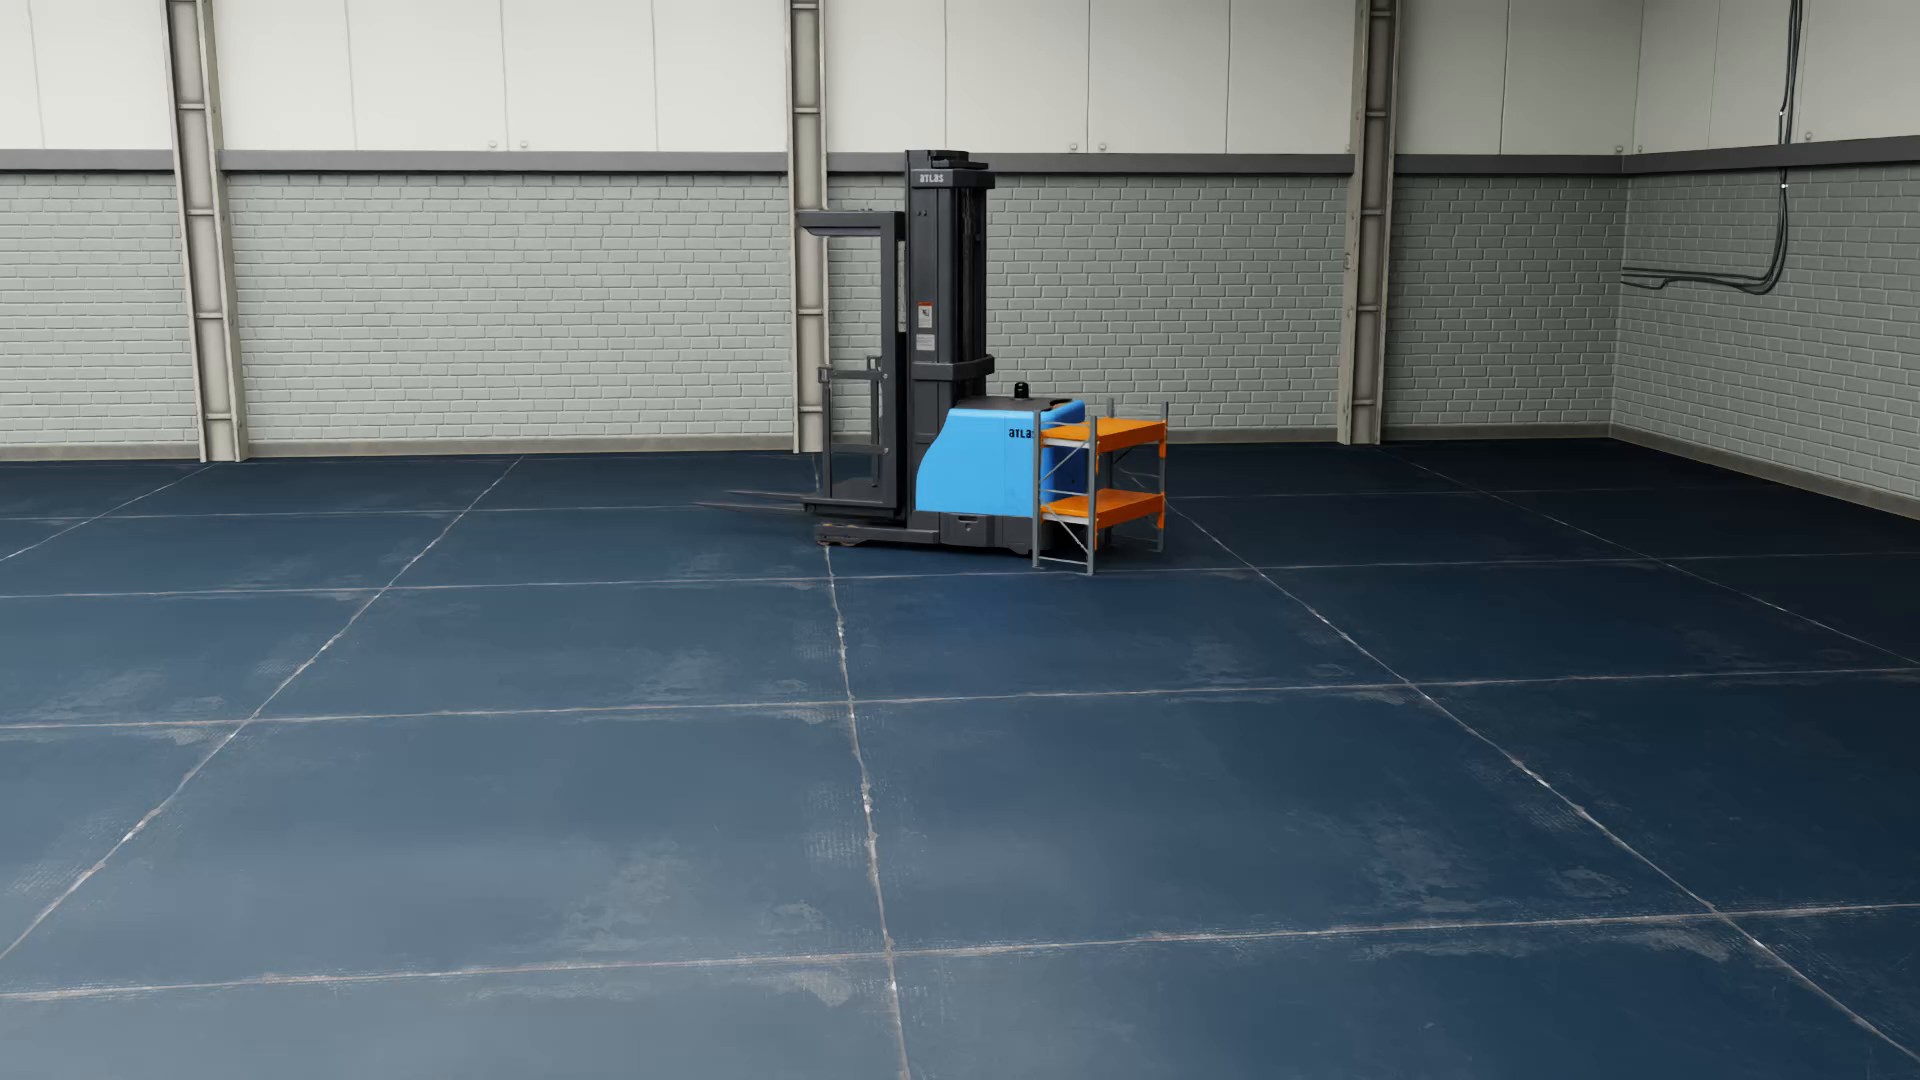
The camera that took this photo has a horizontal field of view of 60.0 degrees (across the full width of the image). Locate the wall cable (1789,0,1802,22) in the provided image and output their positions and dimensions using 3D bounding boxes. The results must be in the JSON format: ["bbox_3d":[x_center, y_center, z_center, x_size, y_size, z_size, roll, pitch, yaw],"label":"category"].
[{"bbox_3d":[7.755,-5.734,13.663,0.112,2.526,3.097,-1,11,-6],"label":"wall cable"}]

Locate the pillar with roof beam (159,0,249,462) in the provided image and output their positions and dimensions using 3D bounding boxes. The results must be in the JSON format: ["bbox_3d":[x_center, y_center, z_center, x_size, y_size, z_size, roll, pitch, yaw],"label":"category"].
[{"bbox_3d":[-7.074,-4.415,11.996,0.400,9.000,9.100,-1,11,-6],"label":"pillar with roof beam"}]

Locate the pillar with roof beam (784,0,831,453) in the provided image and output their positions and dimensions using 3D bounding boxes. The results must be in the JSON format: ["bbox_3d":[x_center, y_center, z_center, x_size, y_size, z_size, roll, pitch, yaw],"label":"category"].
[{"bbox_3d":[-1.109,-4.540,12.632,0.400,9.000,9.100,-1,11,-6],"label":"pillar with roof beam"}]

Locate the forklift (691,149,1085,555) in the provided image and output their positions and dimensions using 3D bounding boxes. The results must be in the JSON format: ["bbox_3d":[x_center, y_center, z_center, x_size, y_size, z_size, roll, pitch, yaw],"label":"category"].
[{"bbox_3d":[-0.594,-1.477,12.783,3.031,2.935,1.130,4,12,18],"label":"forklift"}]

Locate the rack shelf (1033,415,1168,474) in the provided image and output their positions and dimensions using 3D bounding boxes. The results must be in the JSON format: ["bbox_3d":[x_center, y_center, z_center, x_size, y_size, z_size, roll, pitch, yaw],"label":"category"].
[{"bbox_3d":[1.022,-0.697,11.979,0.538,0.278,1.000,8,14,34],"label":"rack shelf"}]

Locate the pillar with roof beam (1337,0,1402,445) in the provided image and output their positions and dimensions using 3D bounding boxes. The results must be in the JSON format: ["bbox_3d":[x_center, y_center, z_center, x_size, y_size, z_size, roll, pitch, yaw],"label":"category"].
[{"bbox_3d":[4.856,-4.665,13.268,0.400,9.000,9.100,-1,11,-6],"label":"pillar with roof beam"}]

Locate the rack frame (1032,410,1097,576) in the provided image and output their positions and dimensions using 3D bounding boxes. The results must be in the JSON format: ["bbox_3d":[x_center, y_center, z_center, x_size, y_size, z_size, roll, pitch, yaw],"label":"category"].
[{"bbox_3d":[0.729,-0.329,11.628,0.500,1.125,0.032,8,14,34],"label":"rack frame"}]

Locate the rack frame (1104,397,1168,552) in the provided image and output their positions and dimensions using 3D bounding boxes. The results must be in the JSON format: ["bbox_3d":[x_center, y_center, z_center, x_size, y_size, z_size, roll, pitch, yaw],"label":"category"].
[{"bbox_3d":[1.314,-0.490,12.443,0.500,1.125,0.032,8,14,34],"label":"rack frame"}]

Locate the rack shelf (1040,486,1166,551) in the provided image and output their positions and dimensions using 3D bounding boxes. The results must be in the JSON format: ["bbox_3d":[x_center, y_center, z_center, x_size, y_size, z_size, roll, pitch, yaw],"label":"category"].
[{"bbox_3d":[1.022,-0.170,12.083,0.538,0.278,1.000,8,14,34],"label":"rack shelf"}]

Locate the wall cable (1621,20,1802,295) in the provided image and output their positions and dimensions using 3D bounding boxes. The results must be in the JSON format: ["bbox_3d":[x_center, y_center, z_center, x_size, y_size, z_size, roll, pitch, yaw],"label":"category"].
[{"bbox_3d":[7.462,-3.775,16.789,0.112,2.526,3.097,-1,11,-6],"label":"wall cable"}]

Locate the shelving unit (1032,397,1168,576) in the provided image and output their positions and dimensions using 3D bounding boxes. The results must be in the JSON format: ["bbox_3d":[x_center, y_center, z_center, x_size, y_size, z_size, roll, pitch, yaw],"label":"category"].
[{"bbox_3d":[1.022,-0.410,12.036,0.538,1.125,1.048,8,14,34],"label":"shelving unit"}]
